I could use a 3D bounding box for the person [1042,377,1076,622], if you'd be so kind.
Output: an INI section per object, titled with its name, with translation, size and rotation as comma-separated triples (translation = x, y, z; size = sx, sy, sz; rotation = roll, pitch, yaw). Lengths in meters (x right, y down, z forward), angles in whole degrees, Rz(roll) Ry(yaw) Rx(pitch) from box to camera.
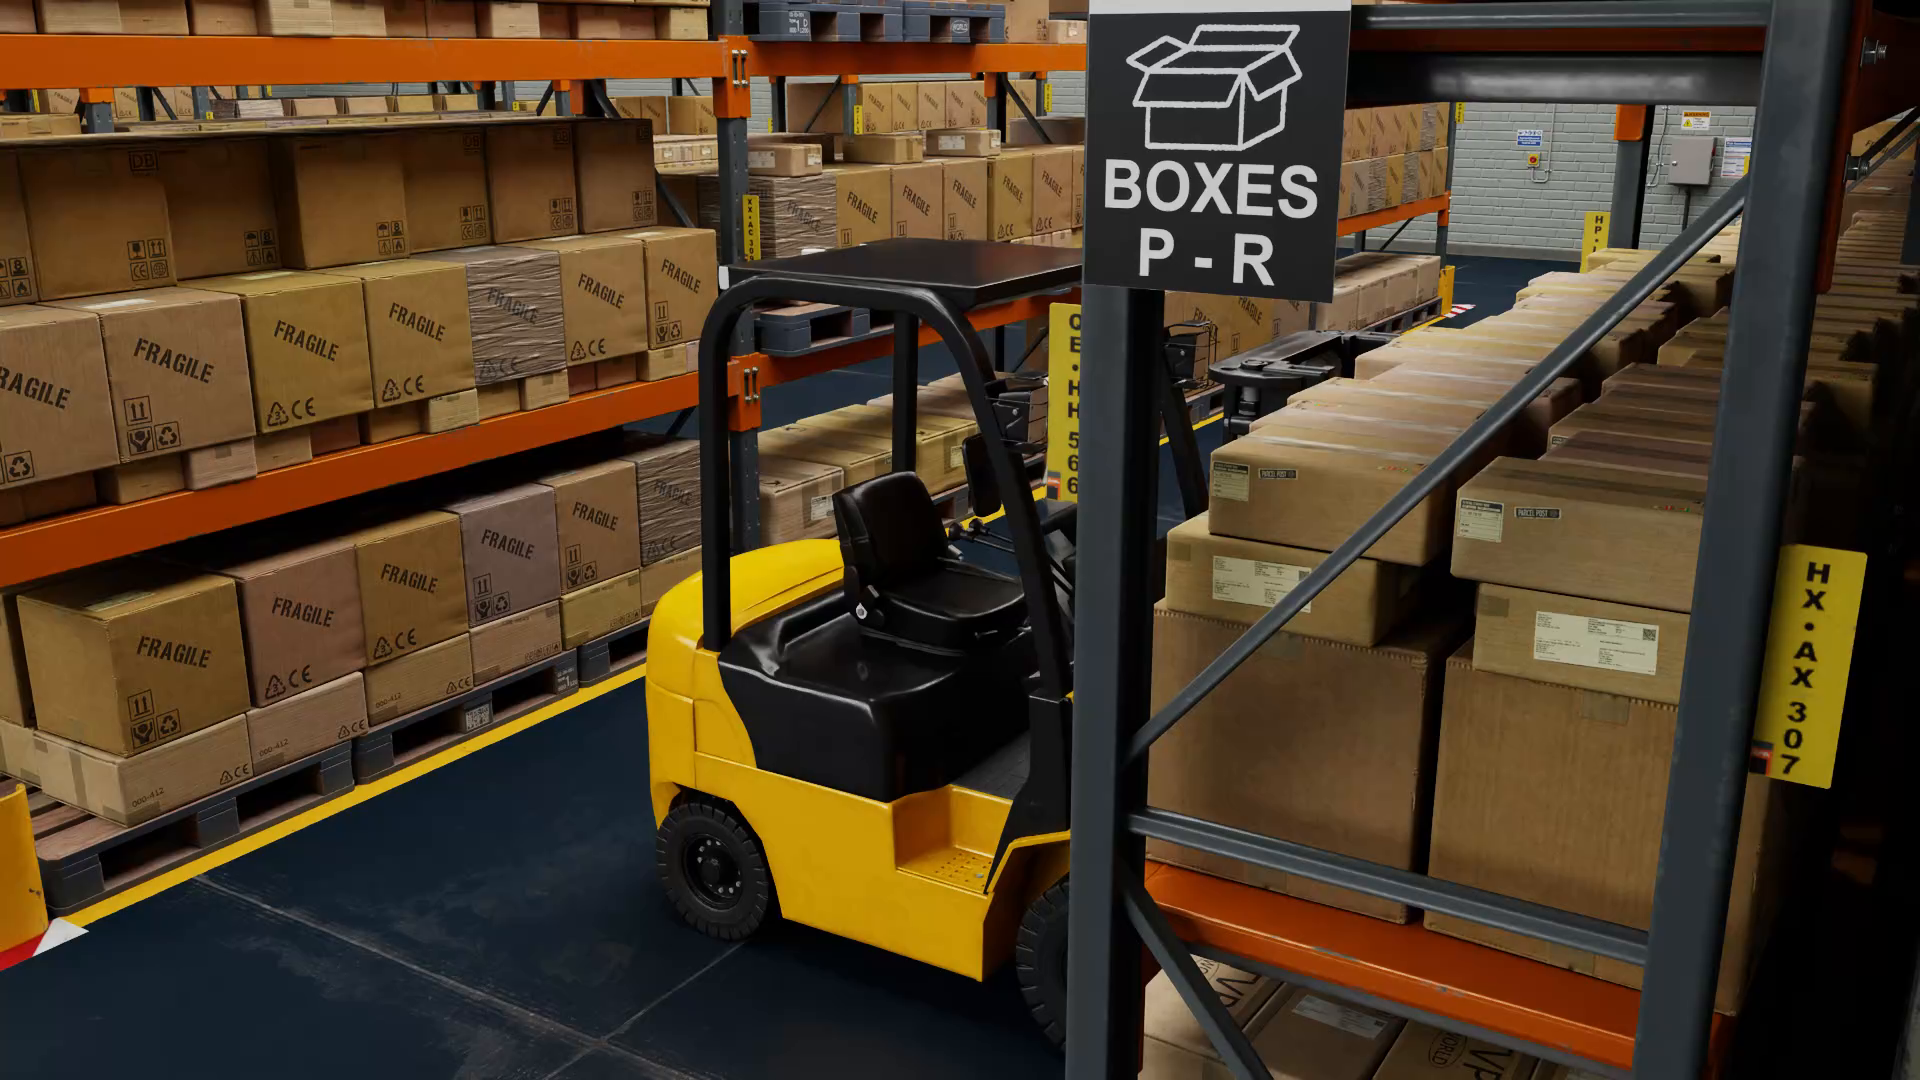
[person]
translation = 0.586, -0.244, 7.561
size = 0.475, 1.577, 0.394
rotation = 10, 19, 31
